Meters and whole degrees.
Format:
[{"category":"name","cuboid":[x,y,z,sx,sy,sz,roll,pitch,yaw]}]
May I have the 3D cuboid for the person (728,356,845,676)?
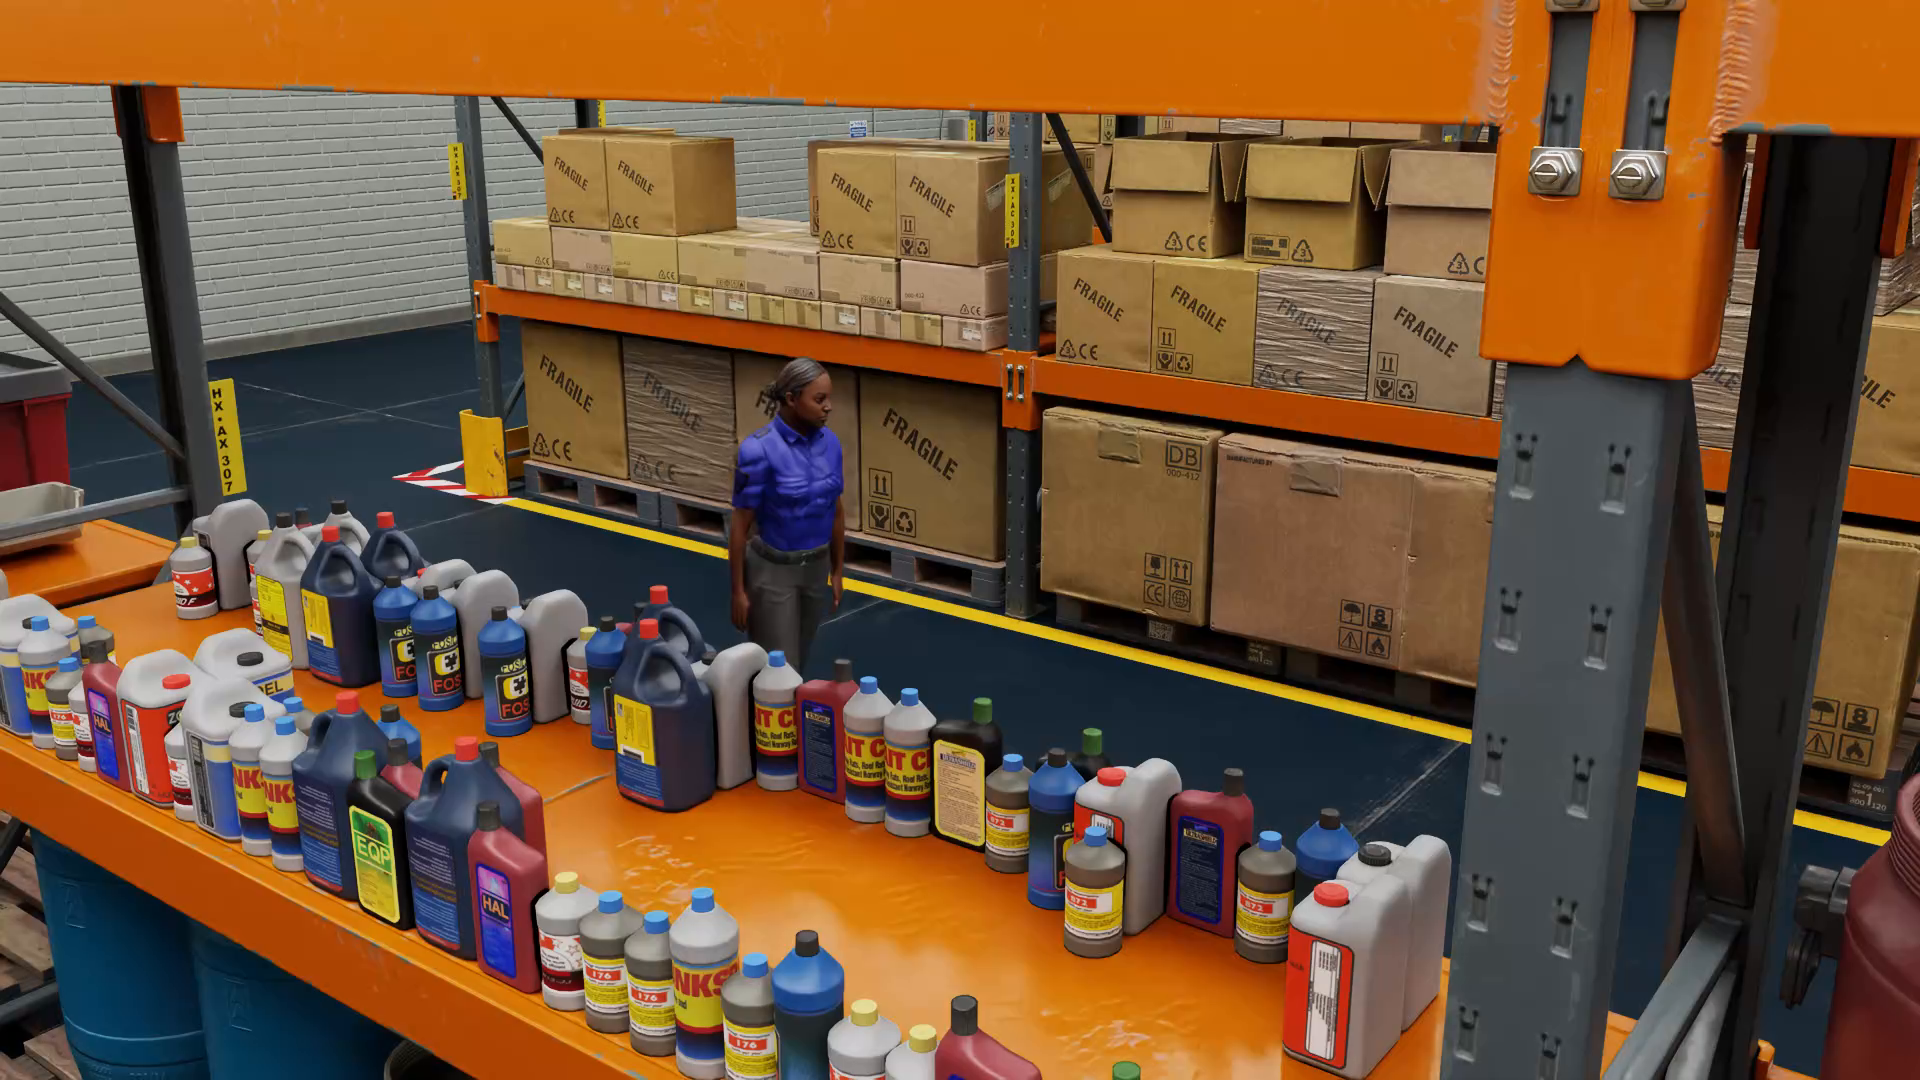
[{"category":"person","cuboid":[-0.672,0.178,6.021,0.540,1.711,0.572,14,22,39]}]
